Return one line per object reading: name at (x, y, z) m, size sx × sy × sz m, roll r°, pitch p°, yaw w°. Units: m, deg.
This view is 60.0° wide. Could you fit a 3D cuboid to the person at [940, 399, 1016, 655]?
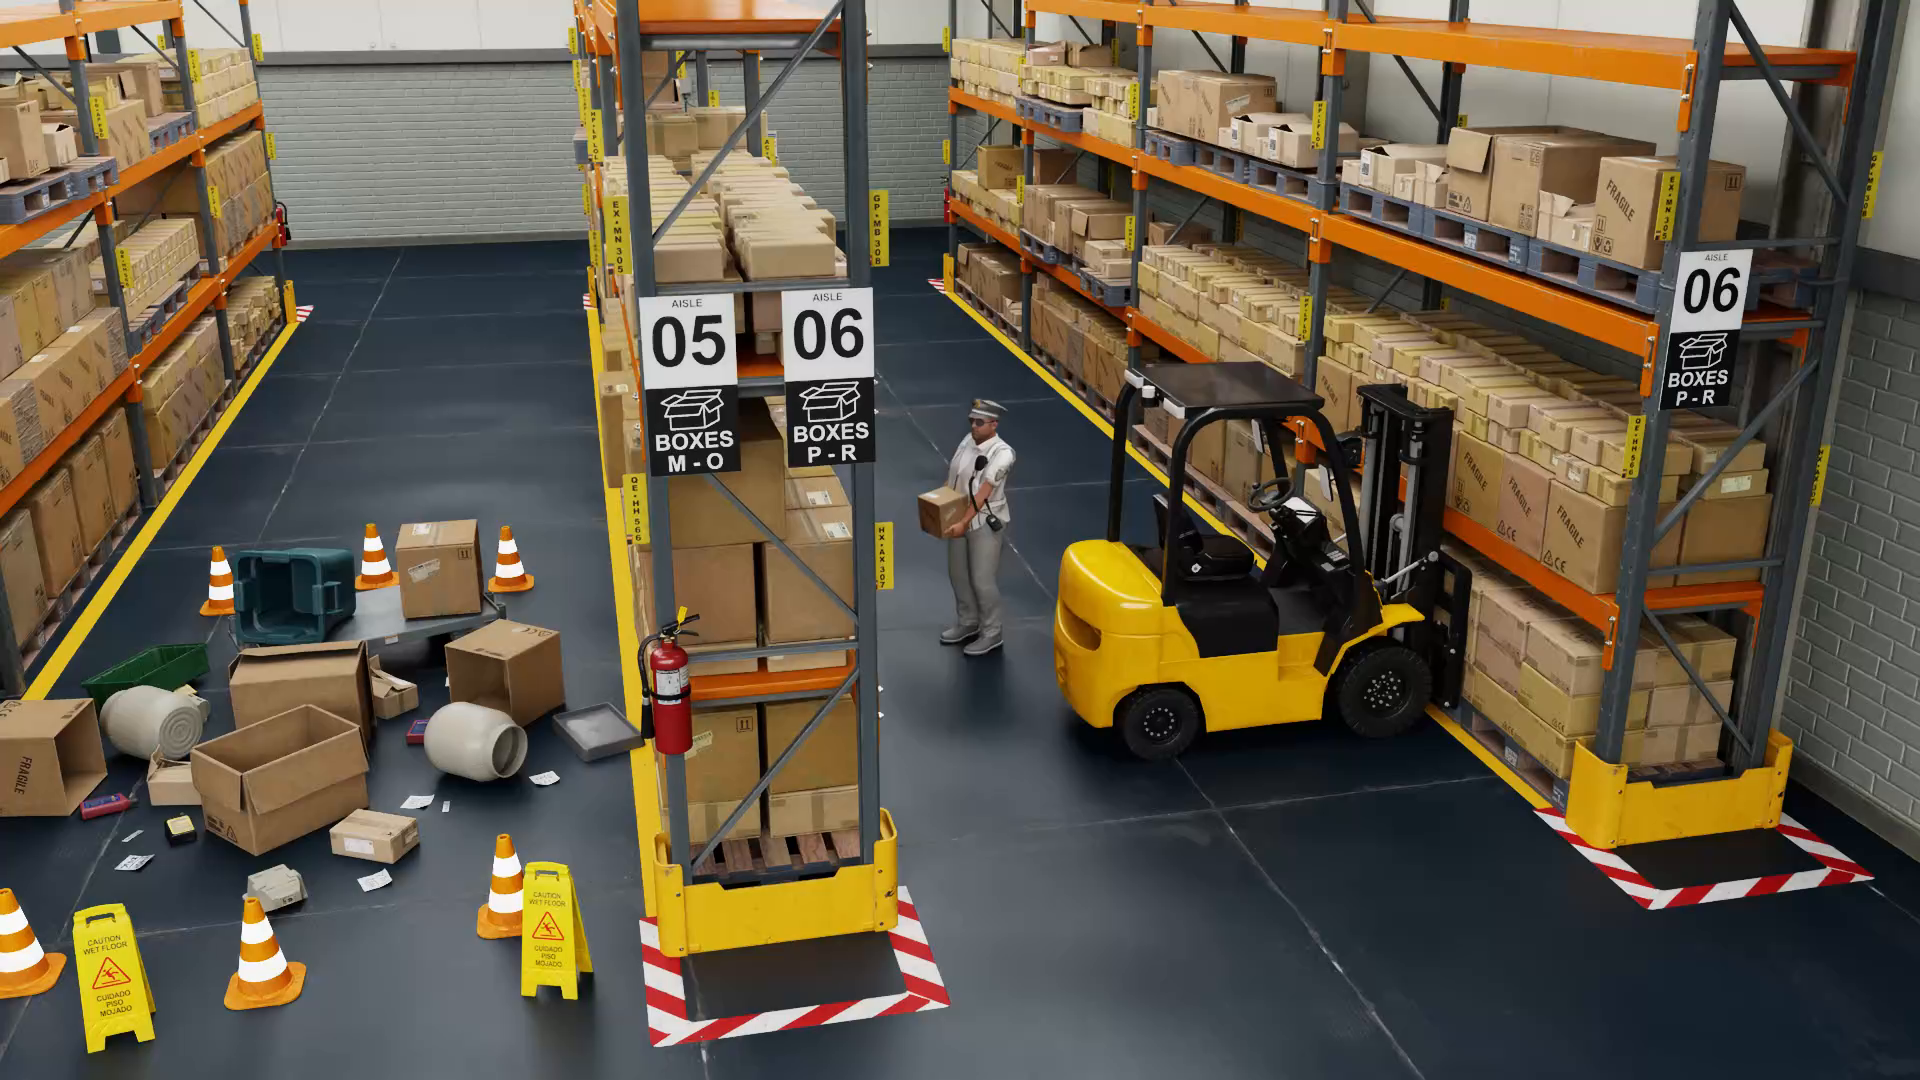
person at (0.056, -0.096, 11.309) m, size 0.563 × 1.767 × 0.494 m, roll -14°, pitch 24°, yaw -34°
